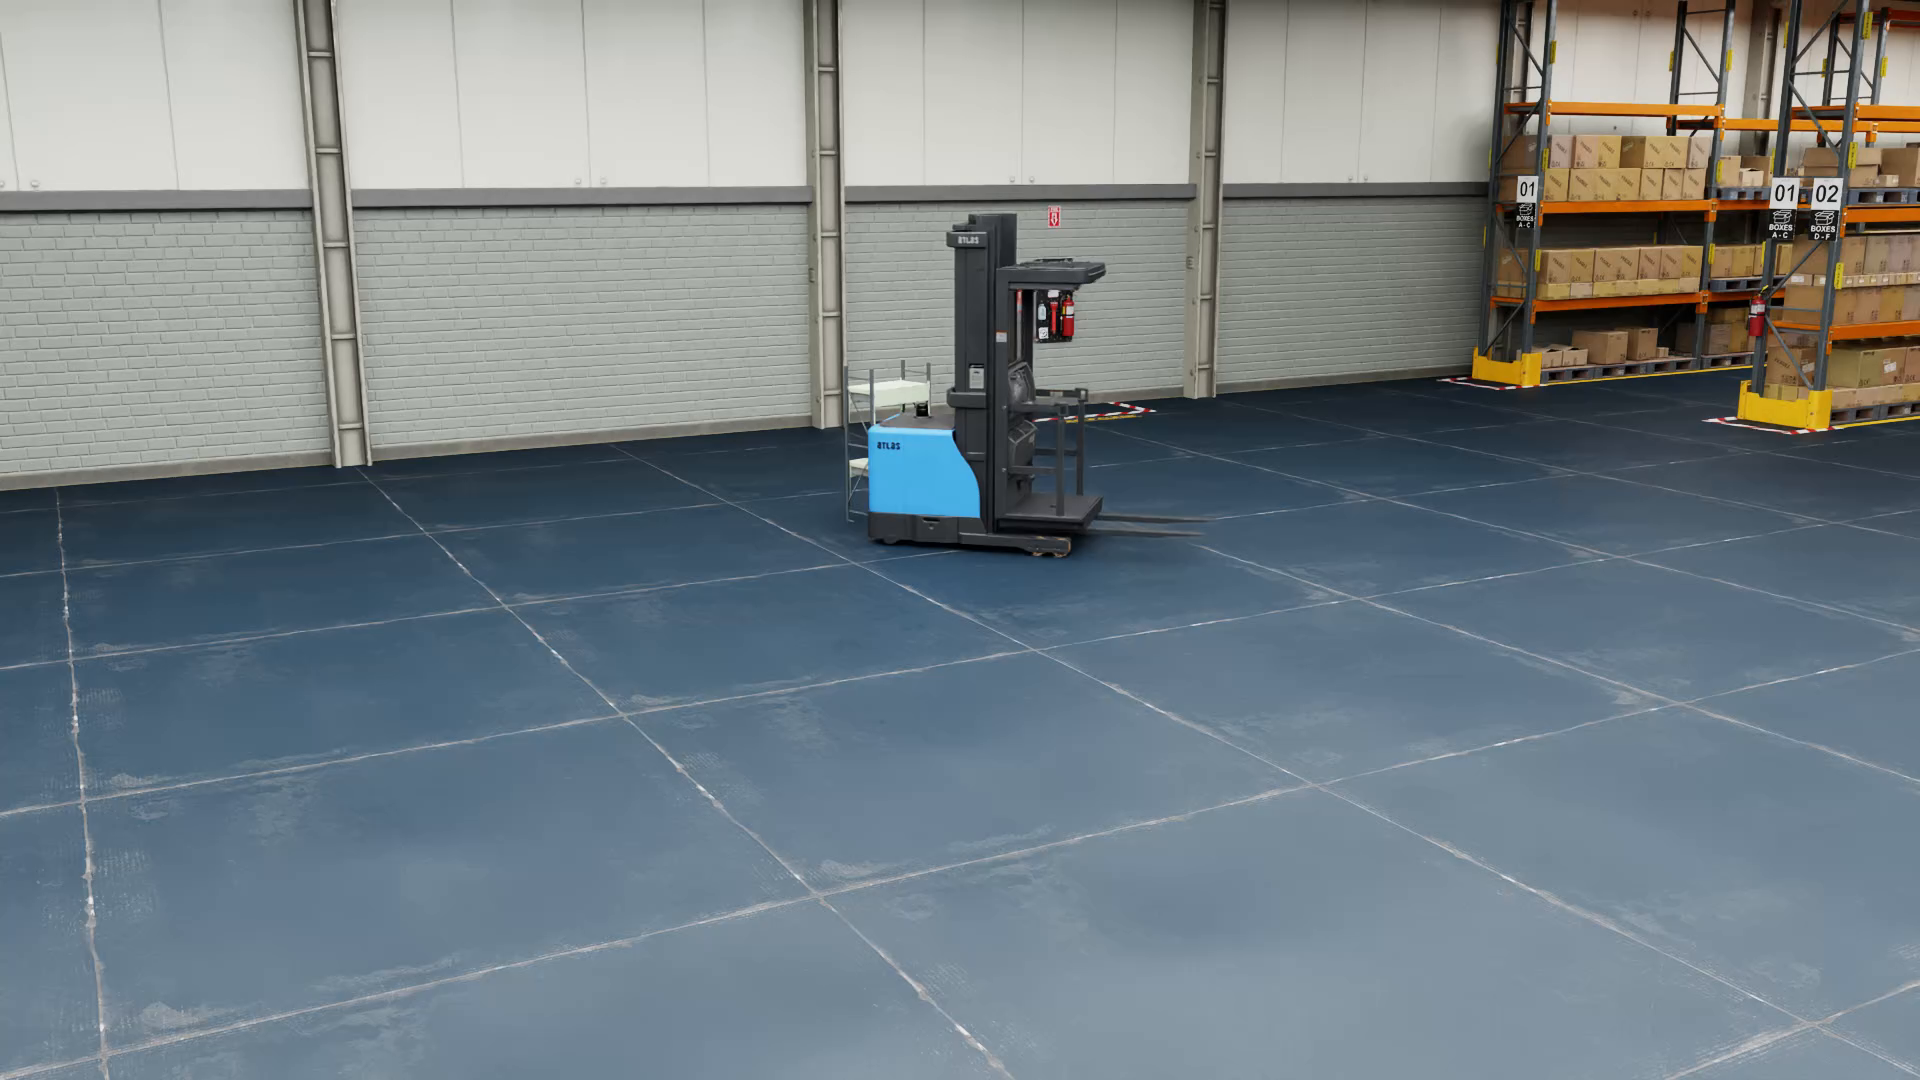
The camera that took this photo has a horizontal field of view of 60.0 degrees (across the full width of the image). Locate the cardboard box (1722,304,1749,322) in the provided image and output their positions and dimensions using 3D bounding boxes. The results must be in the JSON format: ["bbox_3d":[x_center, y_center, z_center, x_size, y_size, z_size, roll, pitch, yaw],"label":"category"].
[{"bbox_3d":[13.607,-3.948,28.945,0.500,0.250,0.500,-7,15,-29],"label":"cardboard box"}]

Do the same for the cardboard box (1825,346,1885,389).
[{"bbox_3d":[12.010,-2.325,22.347,0.500,0.500,0.500,-7,14,-28],"label":"cardboard box"}]

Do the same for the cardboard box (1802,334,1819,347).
[{"bbox_3d":[15.033,-3.734,29.703,0.500,0.500,0.700,-7,14,-27],"label":"cardboard box"}]

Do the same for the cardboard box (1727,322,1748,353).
[{"bbox_3d":[13.196,-3.544,28.857,0.500,0.500,0.700,-7,15,-29],"label":"cardboard box"}]

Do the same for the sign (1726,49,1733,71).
[{"bbox_3d":[12.372,-7.719,26.745,0.005,0.325,0.100,-7,14,-28],"label":"sign"}]

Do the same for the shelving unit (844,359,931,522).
[{"bbox_3d":[-0.691,-0.945,16.033,0.755,1.500,0.431,-12,18,-43],"label":"shelving unit"}]

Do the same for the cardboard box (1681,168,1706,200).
[{"bbox_3d":[11.802,-5.825,27.197,0.500,0.500,0.500,-6,14,-26],"label":"cardboard box"}]

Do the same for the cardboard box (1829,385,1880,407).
[{"bbox_3d":[12.009,-1.959,22.431,0.500,0.250,0.500,-7,14,-28],"label":"cardboard box"}]

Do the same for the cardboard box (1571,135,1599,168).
[{"bbox_3d":[9.537,-6.030,25.829,0.500,0.500,0.500,-7,14,-29],"label":"cardboard box"}]

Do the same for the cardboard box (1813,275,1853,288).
[{"bbox_3d":[11.442,-3.394,21.795,0.250,0.149,0.380,-7,14,-28],"label":"cardboard box"}]

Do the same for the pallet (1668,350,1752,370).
[{"bbox_3d":[12.811,-3.126,28.659,1.213,0.211,1.003,-7,14,-28],"label":"pallet"}]

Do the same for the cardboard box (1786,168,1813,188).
[{"bbox_3d":[14.457,-6.230,28.988,0.637,0.503,0.797,-5,14,-20],"label":"cardboard box"}]

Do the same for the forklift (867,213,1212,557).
[{"bbox_3d":[0.737,-1.410,14.838,3.031,2.935,1.130,3,13,14],"label":"forklift"}]

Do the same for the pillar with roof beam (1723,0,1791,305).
[{"bbox_3d":[16.147,-6.952,25.646,0.548,9.000,9.100,-7,14,-28],"label":"pillar with roof beam"}]

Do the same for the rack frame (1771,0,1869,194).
[{"bbox_3d":[10.995,-5.956,21.219,0.127,3.000,1.000,-7,14,-28],"label":"rack frame"}]

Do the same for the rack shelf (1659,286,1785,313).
[{"bbox_3d":[13.884,-4.264,29.002,4.000,0.370,1.077,-7,14,-28],"label":"rack shelf"}]

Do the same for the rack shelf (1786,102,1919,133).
[{"bbox_3d":[12.750,-5.620,22.277,4.000,0.370,1.077,-7,14,-28],"label":"rack shelf"}]

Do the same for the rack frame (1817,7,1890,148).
[{"bbox_3d":[15.640,-7.752,29.199,0.127,3.000,1.000,-7,14,-28],"label":"rack frame"}]

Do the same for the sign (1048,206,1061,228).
[{"bbox_3d":[1.309,-4.489,23.086,0.199,0.298,0.001,-7,14,-28],"label":"sign"}]

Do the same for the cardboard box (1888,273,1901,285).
[{"bbox_3d":[12.348,-3.503,22.279,0.250,0.149,0.380,-7,15,-30],"label":"cardboard box"}]

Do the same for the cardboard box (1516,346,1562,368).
[{"bbox_3d":[9.268,-2.942,26.611,0.500,0.311,0.500,-9,15,-34],"label":"cardboard box"}]

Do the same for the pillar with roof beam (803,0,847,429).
[{"bbox_3d":[0.348,-5.058,17.232,0.400,9.000,9.100,-7,14,-28],"label":"pillar with roof beam"}]

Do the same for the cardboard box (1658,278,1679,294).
[{"bbox_3d":[11.417,-4.182,27.295,0.500,0.250,0.500,-7,14,-28],"label":"cardboard box"}]

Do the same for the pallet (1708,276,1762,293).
[{"bbox_3d":[12.869,-4.363,28.242,1.213,0.211,1.003,-7,14,-28],"label":"pallet"}]

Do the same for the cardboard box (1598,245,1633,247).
[{"bbox_3d":[10.720,-4.592,27.412,0.500,0.500,0.500,-6,14,-26],"label":"cardboard box"}]

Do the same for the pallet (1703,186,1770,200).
[{"bbox_3d":[12.722,-5.820,27.877,1.003,0.211,1.213,-7,14,-28],"label":"pallet"}]

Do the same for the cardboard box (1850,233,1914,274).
[{"bbox_3d":[12.358,-3.873,22.443,0.500,0.500,0.700,-7,14,-28],"label":"cardboard box"}]

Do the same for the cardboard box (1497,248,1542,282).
[{"bbox_3d":[8.930,-4.376,26.452,0.500,0.500,0.500,-7,14,-28],"label":"cardboard box"}]

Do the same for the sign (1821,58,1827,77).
[{"bbox_3d":[15.370,-8.391,29.553,0.005,0.325,0.100,-7,14,-28],"label":"sign"}]

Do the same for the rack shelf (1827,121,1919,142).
[{"bbox_3d":[17.395,-7.416,30.257,4.000,0.370,1.077,-7,14,-28],"label":"rack shelf"}]

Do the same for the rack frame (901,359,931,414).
[{"bbox_3d":[-0.431,-1.001,16.284,0.023,1.500,0.400,-12,18,-43],"label":"rack frame"}]

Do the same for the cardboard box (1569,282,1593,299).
[{"bbox_3d":[9.647,-3.968,26.344,0.500,0.250,0.500,-7,15,-30],"label":"cardboard box"}]

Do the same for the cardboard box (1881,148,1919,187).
[{"bbox_3d":[12.583,-4.937,22.018,0.500,0.500,0.500,-7,14,-28],"label":"cardboard box"}]

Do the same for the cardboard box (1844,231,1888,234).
[{"bbox_3d":[16.187,-5.396,29.735,0.500,0.250,0.500,-6,14,-27],"label":"cardboard box"}]

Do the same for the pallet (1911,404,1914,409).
[{"bbox_3d":[13.787,-2.014,23.718,1.213,0.211,1.003,-7,14,-28],"label":"pallet"}]

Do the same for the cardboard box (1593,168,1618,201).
[{"bbox_3d":[9.973,-5.597,26.184,0.500,0.500,0.500,-6,14,-25],"label":"cardboard box"}]

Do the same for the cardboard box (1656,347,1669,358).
[{"bbox_3d":[11.673,-3.175,27.975,0.250,0.166,0.380,-9,16,-35],"label":"cardboard box"}]

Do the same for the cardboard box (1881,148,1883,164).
[{"bbox_3d":[13.000,-5.088,22.684,0.637,0.503,0.797,-5,14,-22],"label":"cardboard box"}]

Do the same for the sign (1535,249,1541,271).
[{"bbox_3d":[8.878,-4.301,25.559,0.005,0.325,0.100,-7,14,-28],"label":"sign"}]

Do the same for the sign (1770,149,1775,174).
[{"bbox_3d":[10.747,-4.992,21.931,0.005,0.325,0.100,-7,14,-28],"label":"sign"}]

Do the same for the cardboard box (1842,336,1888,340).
[{"bbox_3d":[16.348,-4.033,30.279,0.750,0.750,0.750,-7,14,-29],"label":"cardboard box"}]

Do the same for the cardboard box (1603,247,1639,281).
[{"bbox_3d":[10.523,-4.438,26.726,0.500,0.500,0.500,-6,14,-26],"label":"cardboard box"}]

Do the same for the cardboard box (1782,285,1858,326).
[{"bbox_3d":[11.410,-3.125,22.074,0.500,0.500,0.700,-7,14,-28],"label":"cardboard box"}]

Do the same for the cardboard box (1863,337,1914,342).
[{"bbox_3d":[13.071,-2.586,23.505,0.500,0.500,0.500,-7,14,-28],"label":"cardboard box"}]

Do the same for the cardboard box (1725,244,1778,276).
[{"bbox_3d":[13.649,-4.847,28.727,0.500,0.500,0.700,-5,14,-20],"label":"cardboard box"}]

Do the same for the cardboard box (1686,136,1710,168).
[{"bbox_3d":[11.819,-6.309,27.069,0.500,0.500,0.500,-8,15,-33],"label":"cardboard box"}]

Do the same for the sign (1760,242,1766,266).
[{"bbox_3d":[10.747,-3.816,22.196,0.005,0.325,0.100,-7,14,-28],"label":"sign"}]
